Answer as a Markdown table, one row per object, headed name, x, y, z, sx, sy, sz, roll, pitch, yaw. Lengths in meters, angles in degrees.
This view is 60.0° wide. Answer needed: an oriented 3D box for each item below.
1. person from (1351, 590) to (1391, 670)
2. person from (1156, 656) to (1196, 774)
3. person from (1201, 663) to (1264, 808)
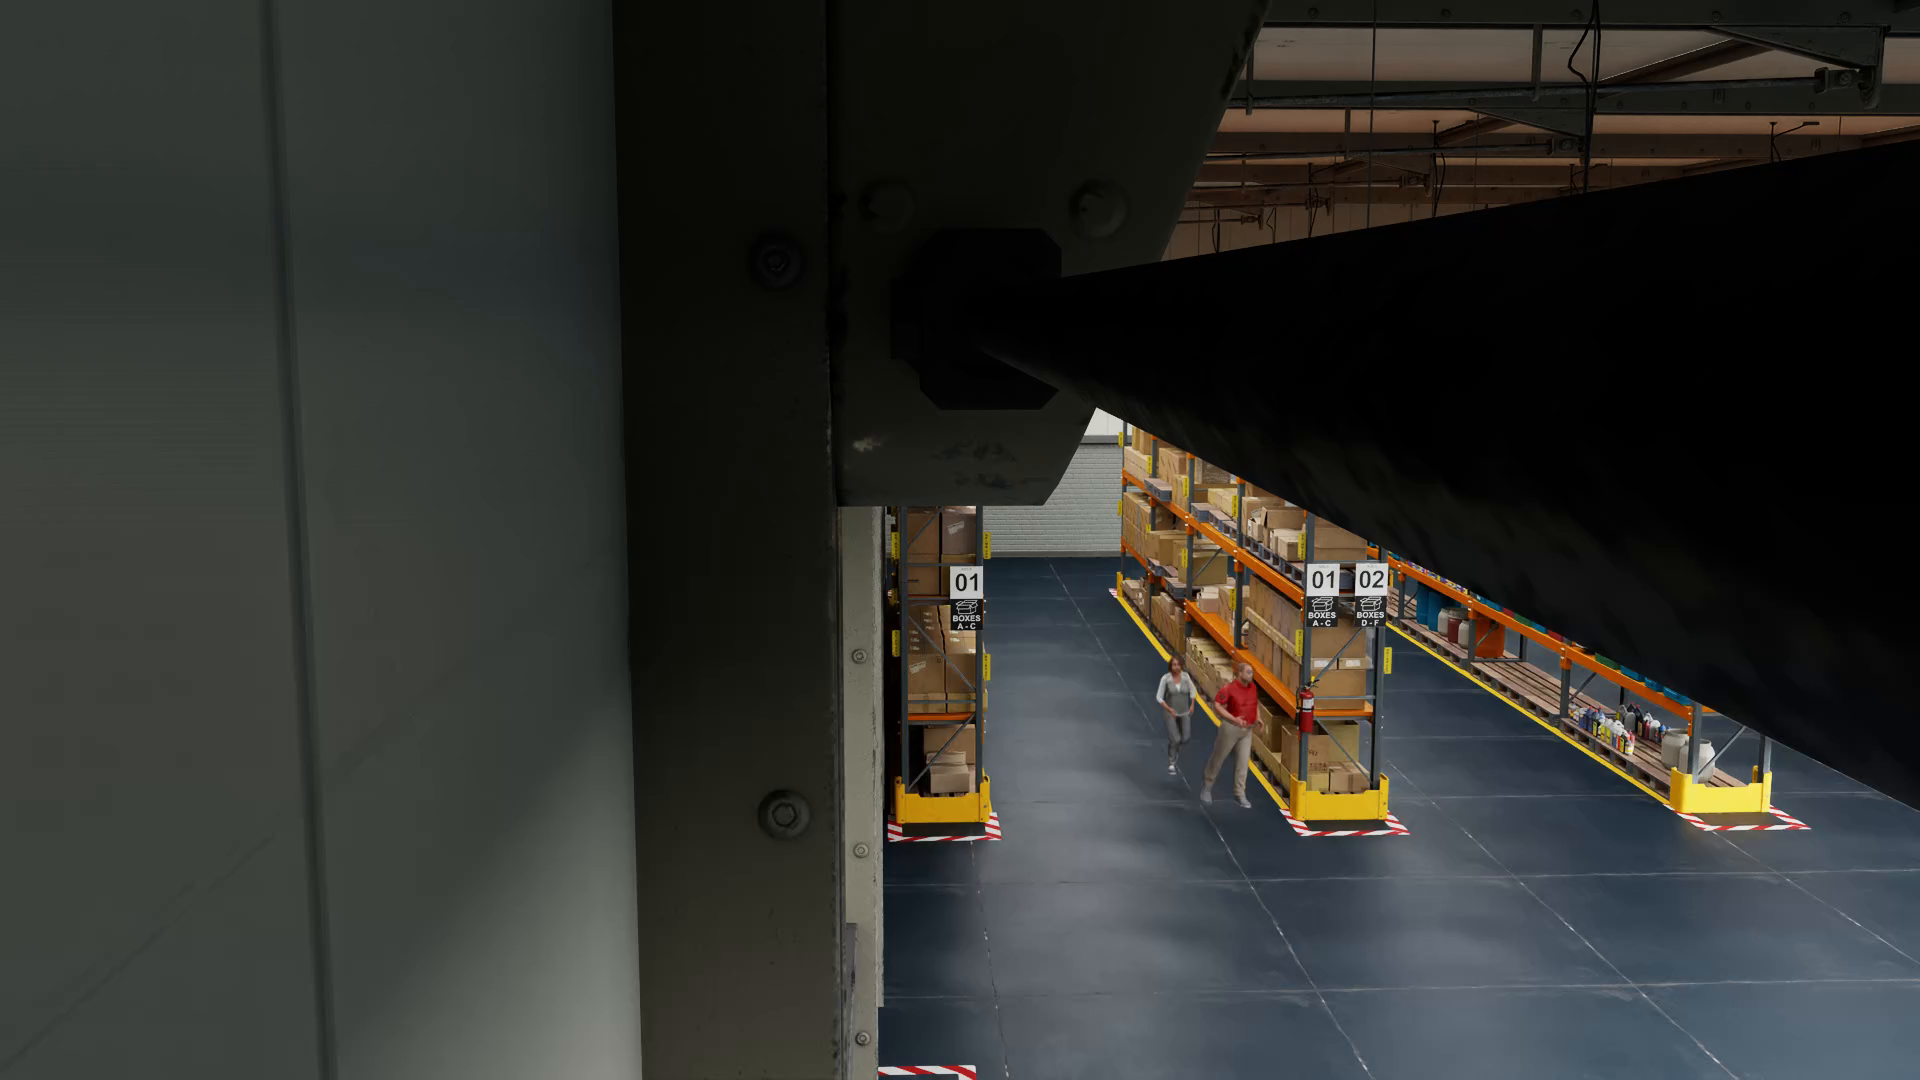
| name | x | y | z | sx | sy | sz | roll | pitch | yaw |
| --- | --- | --- | --- | --- | --- | --- | --- | --- | --- |
| person | 7.251 | 1.351 | 29.353 | 0.689 | 1.767 | 0.852 | 0 | 8 | 1 |
| person | 2.807 | 2.268 | 21.506 | 0.550 | 1.562 | 0.546 | -1 | 8 | -7 |
| person | 3.431 | 2.385 | 20.303 | 0.721 | 1.786 | 0.866 | -4 | 9 | -29 |
